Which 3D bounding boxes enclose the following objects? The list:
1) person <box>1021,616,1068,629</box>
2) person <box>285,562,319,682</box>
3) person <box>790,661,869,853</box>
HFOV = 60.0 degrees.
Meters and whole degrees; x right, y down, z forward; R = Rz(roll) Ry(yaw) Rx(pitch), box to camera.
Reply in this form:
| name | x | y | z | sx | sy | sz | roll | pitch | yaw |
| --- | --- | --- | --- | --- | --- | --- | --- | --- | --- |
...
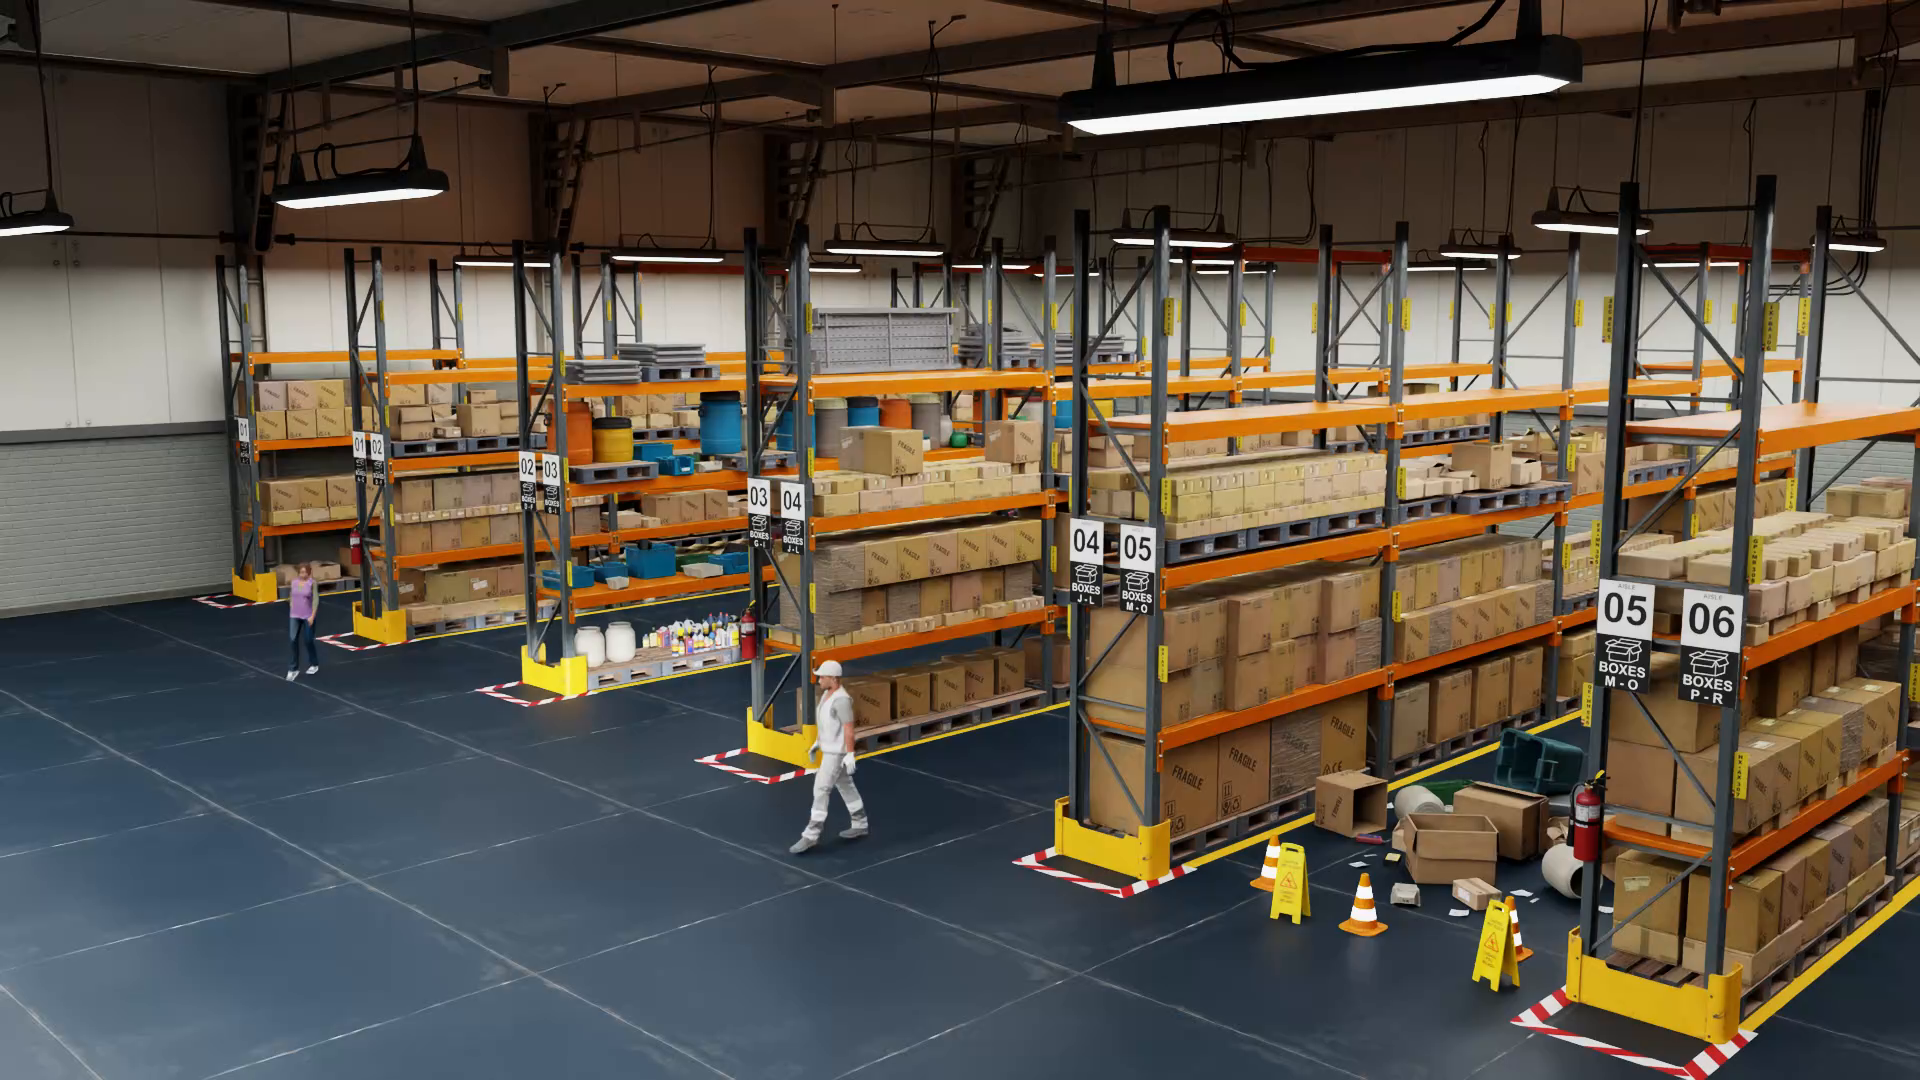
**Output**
| name | x | y | z | sx | sy | sz | roll | pitch | yaw |
| --- | --- | --- | --- | --- | --- | --- | --- | --- | --- |
| person | 1.423 | 0.532 | 26.482 | 1.034 | 1.723 | 0.581 | -8 | 11 | -43 |
| person | -9.143 | 1.127 | 23.109 | 0.437 | 1.613 | 0.609 | 0 | 8 | -3 |
| person | -1.276 | 2.032 | 15.933 | 0.831 | 1.763 | 0.577 | -2 | 8 | -16 |
